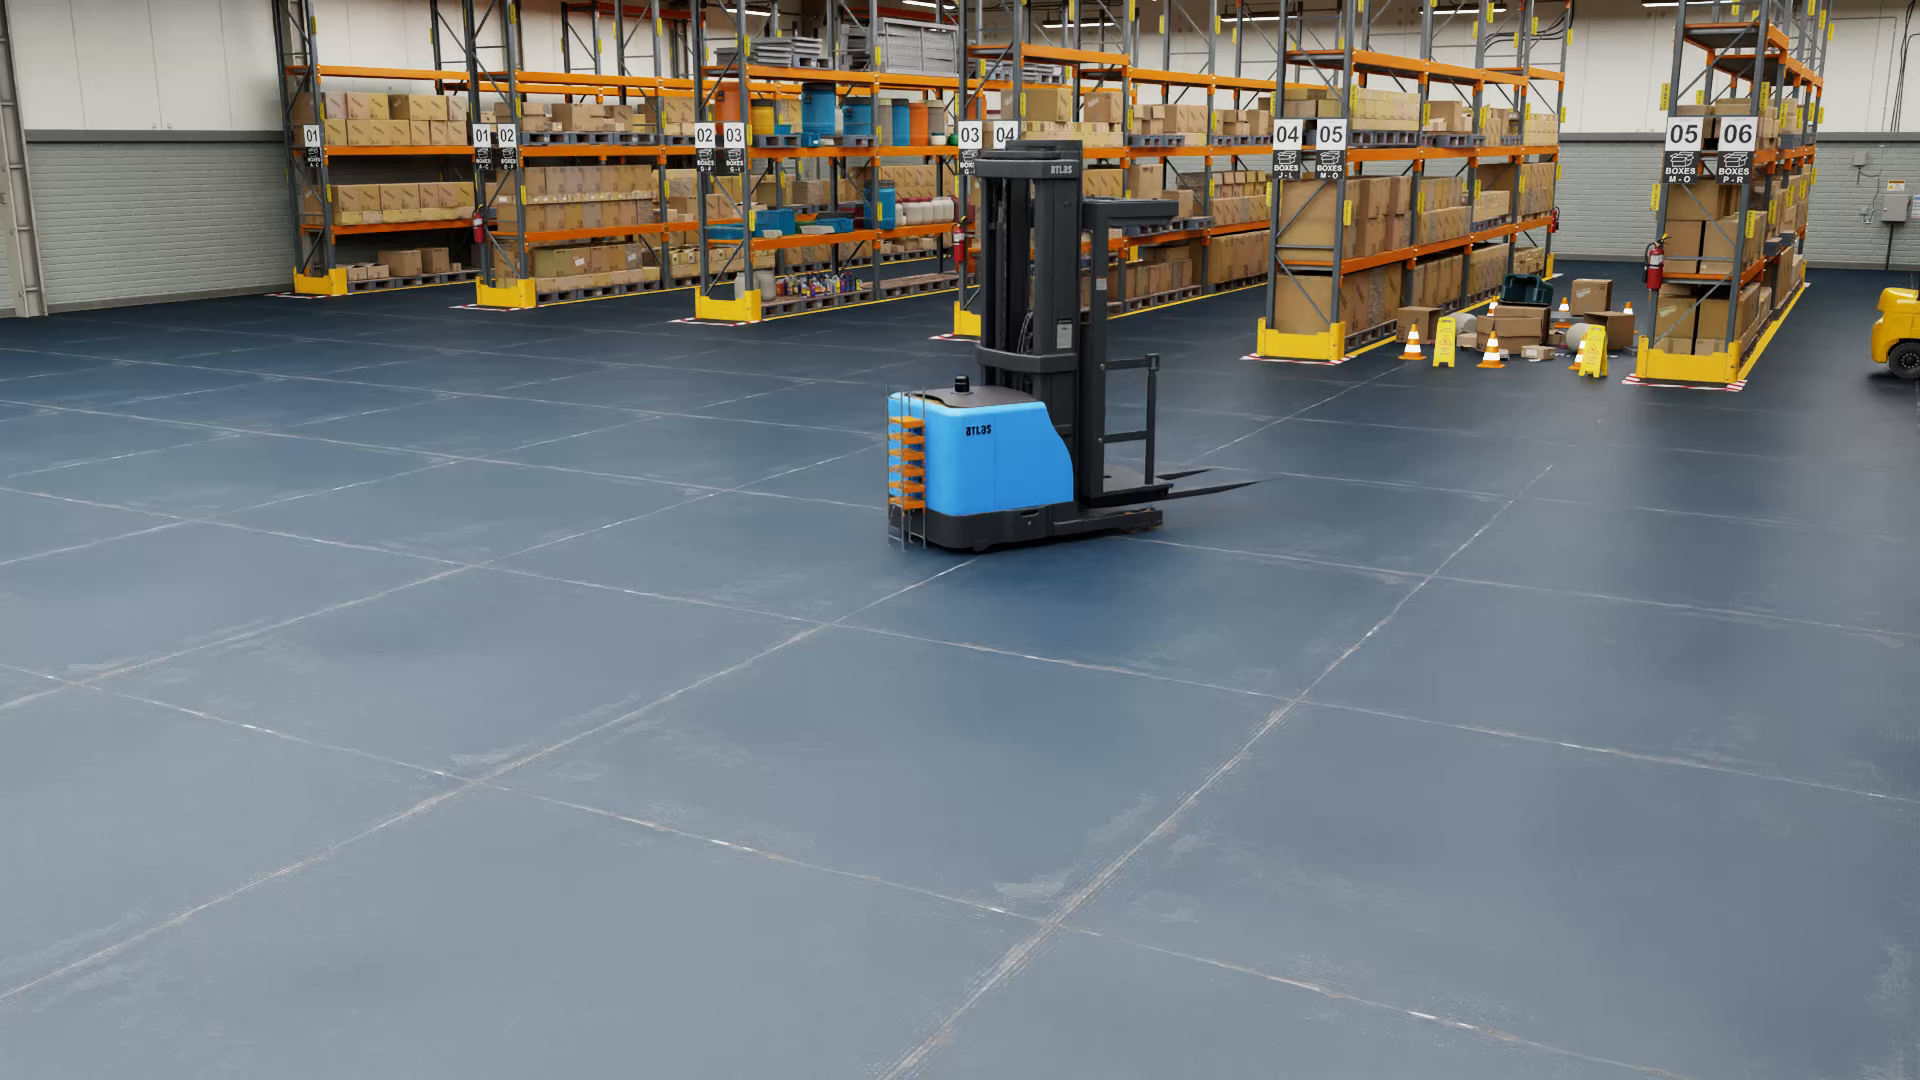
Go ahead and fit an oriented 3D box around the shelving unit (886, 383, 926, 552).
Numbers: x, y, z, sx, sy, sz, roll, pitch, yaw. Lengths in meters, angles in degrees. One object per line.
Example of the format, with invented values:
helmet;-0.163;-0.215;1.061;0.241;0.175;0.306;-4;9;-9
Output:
shelving unit;-0.396;-0.529;12.167;0.189;1.200;0.258;-8;16;-30

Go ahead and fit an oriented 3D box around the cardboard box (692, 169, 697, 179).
cardboard box;-6.764;-9.189;41.757;0.500;0.250;0.500;8;16;29

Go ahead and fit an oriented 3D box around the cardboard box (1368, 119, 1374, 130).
cardboard box;5.551;-5.796;23.203;0.380;0.149;0.250;8;15;28

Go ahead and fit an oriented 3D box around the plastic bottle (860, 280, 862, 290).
plastic bottle;-1.859;-4.726;30.769;0.097;0.201;0.097;0;14;0

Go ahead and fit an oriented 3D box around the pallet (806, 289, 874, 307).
pallet;-2.318;-4.494;30.723;1.003;0.211;1.213;7;15;28

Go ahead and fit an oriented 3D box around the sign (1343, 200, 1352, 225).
sign;5.222;-4.413;22.423;0.100;0.325;0.005;7;15;28

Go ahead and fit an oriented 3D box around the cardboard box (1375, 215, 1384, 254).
cardboard box;5.726;-4.501;24.485;0.875;0.550;0.500;7;15;28

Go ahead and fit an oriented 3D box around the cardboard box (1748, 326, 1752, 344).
cardboard box;10.505;-2.800;22.718;0.500;0.250;0.500;8;16;29

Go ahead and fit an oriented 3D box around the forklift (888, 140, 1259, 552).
forklift;0.973;-1.571;12.797;3.031;2.935;1.130;-8;16;-30

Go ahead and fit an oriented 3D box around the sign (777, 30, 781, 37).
sign;-3.870;-10.750;35.594;0.100;0.325;0.005;7;15;28

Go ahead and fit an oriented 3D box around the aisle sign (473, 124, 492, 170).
aisle sign;-8.513;-7.007;29.652;0.394;0.787;0.004;7;15;28

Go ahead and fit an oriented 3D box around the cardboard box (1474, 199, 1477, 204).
cardboard box;9.127;-6.159;30.050;0.380;0.149;0.250;7;15;27

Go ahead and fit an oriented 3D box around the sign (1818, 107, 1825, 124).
sign;17.324;-8.546;33.462;0.100;0.325;0.005;7;15;28

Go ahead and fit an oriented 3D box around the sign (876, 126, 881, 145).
sign;-1.480;-7.380;30.327;0.100;0.325;0.005;7;15;28

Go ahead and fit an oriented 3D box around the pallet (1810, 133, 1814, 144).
pallet;15.917;-7.771;32.155;1.003;0.211;1.213;7;15;28

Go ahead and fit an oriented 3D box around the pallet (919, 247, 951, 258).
pallet;-0.911;-7.471;43.074;1.003;0.211;1.213;7;15;28

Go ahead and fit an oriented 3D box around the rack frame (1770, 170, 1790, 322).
rack frame;12.988;-5.119;27.367;1.000;3.000;0.127;7;15;28

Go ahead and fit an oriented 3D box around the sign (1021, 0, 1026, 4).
sign;0.920;-7.948;24.139;0.100;0.325;0.005;7;15;28

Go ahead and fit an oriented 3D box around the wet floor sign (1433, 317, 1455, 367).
wet floor sign;6.458;-2.643;22.120;0.267;0.644;0.232;5;14;18

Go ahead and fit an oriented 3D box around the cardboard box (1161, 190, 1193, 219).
cardboard box;3.905;-6.253;30.963;0.700;0.500;0.500;10;17;36

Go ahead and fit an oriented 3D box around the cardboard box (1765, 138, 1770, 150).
cardboard box;10.659;-5.326;22.360;0.380;0.149;0.250;8;16;30

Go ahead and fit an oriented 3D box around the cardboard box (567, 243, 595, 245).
cardboard box;-7.272;-5.512;32.366;0.500;0.500;0.500;7;15;28

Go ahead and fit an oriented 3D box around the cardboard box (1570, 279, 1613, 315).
cardboard box;9.482;-3.647;24.978;0.500;0.500;0.500;7;15;28

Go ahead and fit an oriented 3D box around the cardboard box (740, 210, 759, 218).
cardboard box;-4.550;-7.027;35.817;0.380;0.149;0.250;7;15;28

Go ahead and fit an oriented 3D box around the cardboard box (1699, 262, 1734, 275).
cardboard box;9.466;-3.402;20.780;0.380;0.149;0.250;7;15;28

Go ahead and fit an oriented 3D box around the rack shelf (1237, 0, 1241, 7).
rack shelf;5.280;-10.835;32.718;1.077;0.370;4.000;7;15;28

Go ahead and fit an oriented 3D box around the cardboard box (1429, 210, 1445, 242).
cardboard box;7.650;-5.170;27.367;0.500;0.500;0.500;7;15;28

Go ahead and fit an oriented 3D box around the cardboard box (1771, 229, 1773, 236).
cardboard box;12.079;-4.674;25.159;0.380;0.149;0.250;8;15;28

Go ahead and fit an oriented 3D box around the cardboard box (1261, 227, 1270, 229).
cardboard box;6.636;-6.360;36.152;0.875;0.875;0.875;7;15;28

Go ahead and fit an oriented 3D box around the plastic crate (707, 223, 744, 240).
plastic crate;-3.910;-5.226;28.128;0.499;0.251;0.616;7;15;28

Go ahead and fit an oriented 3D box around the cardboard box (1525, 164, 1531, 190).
cardboard box;11.208;-7.332;33.565;0.500;0.500;0.500;7;15;26

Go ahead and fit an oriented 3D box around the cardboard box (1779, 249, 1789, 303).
cardboard box;13.829;-4.605;28.873;0.875;0.875;0.875;8;15;29

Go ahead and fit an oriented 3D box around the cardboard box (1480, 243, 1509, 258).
cardboard box;10.401;-5.652;32.415;0.500;0.250;0.500;7;15;27

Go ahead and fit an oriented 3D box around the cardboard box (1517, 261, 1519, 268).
cardboard box;11.258;-5.652;34.130;0.380;0.149;0.250;7;15;25

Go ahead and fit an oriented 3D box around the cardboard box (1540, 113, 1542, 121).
cardboard box;11.685;-8.654;34.031;0.380;0.149;0.250;7;15;26

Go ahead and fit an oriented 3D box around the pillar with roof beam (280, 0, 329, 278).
pillar with roof beam;-9.213;-8.954;30.476;9.100;9.000;0.400;7;15;28

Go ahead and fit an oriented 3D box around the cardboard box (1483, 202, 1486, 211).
cardboard box;9.514;-6.176;30.757;0.380;0.149;0.250;7;15;28

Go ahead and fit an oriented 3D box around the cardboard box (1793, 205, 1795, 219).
cardboard box;14.441;-5.782;29.368;0.500;0.250;0.500;8;16;29

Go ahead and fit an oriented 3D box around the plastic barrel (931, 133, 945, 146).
plastic barrel;-0.433;-7.907;32.825;0.301;0.262;0.301;0;14;0

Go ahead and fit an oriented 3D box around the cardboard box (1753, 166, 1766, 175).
cardboard box;14.792;-6.889;30.978;0.380;0.149;0.250;7;15;27

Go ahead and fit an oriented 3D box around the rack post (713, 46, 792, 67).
rack post;-3.413;-7.976;27.483;0.937;0.300;0.954;9;16;34

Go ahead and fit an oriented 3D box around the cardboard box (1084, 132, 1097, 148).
cardboard box;1.884;-6.472;26.900;0.500;0.250;0.500;7;15;28

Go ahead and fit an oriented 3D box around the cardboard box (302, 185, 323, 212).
cardboard box;-12.521;-6.706;32.628;0.500;0.500;0.500;7;15;27

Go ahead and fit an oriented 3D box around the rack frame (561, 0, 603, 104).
rack frame;-8.695;-10.842;38.305;1.000;3.000;0.127;7;15;28

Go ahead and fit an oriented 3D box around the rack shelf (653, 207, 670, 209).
rack shelf;-7.728;-7.986;40.794;1.077;0.370;4.000;7;15;28

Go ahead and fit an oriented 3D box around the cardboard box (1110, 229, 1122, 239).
cardboard box;2.533;-5.222;28.329;0.380;0.149;0.250;7;15;28

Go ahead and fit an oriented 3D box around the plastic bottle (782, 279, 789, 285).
plastic bottle;-3.173;-4.555;29.900;0.152;0.276;0.135;7;15;26

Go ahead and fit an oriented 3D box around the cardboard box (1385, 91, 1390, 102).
cardboard box;5.918;-6.340;23.756;0.380;0.149;0.250;8;16;29

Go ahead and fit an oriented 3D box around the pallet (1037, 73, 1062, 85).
pallet;1.538;-10.081;36.403;1.003;0.211;1.213;7;15;28

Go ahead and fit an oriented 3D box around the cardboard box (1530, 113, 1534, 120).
cardboard box;11.290;-8.492;33.362;0.380;0.149;0.250;7;15;26

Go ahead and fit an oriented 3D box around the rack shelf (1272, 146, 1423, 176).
rack shelf;5.705;-5.537;24.234;1.077;0.370;4.000;7;15;28

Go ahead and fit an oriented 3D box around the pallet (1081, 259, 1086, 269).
pallet;2.232;-6.423;38.727;1.003;0.211;1.213;7;15;28

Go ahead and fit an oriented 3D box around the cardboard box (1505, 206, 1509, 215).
cardboard box;10.521;-6.458;32.561;0.380;0.149;0.250;7;15;27

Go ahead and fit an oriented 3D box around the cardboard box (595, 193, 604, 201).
cardboard box;-6.976;-6.513;31.552;0.380;0.149;0.250;8;16;30
